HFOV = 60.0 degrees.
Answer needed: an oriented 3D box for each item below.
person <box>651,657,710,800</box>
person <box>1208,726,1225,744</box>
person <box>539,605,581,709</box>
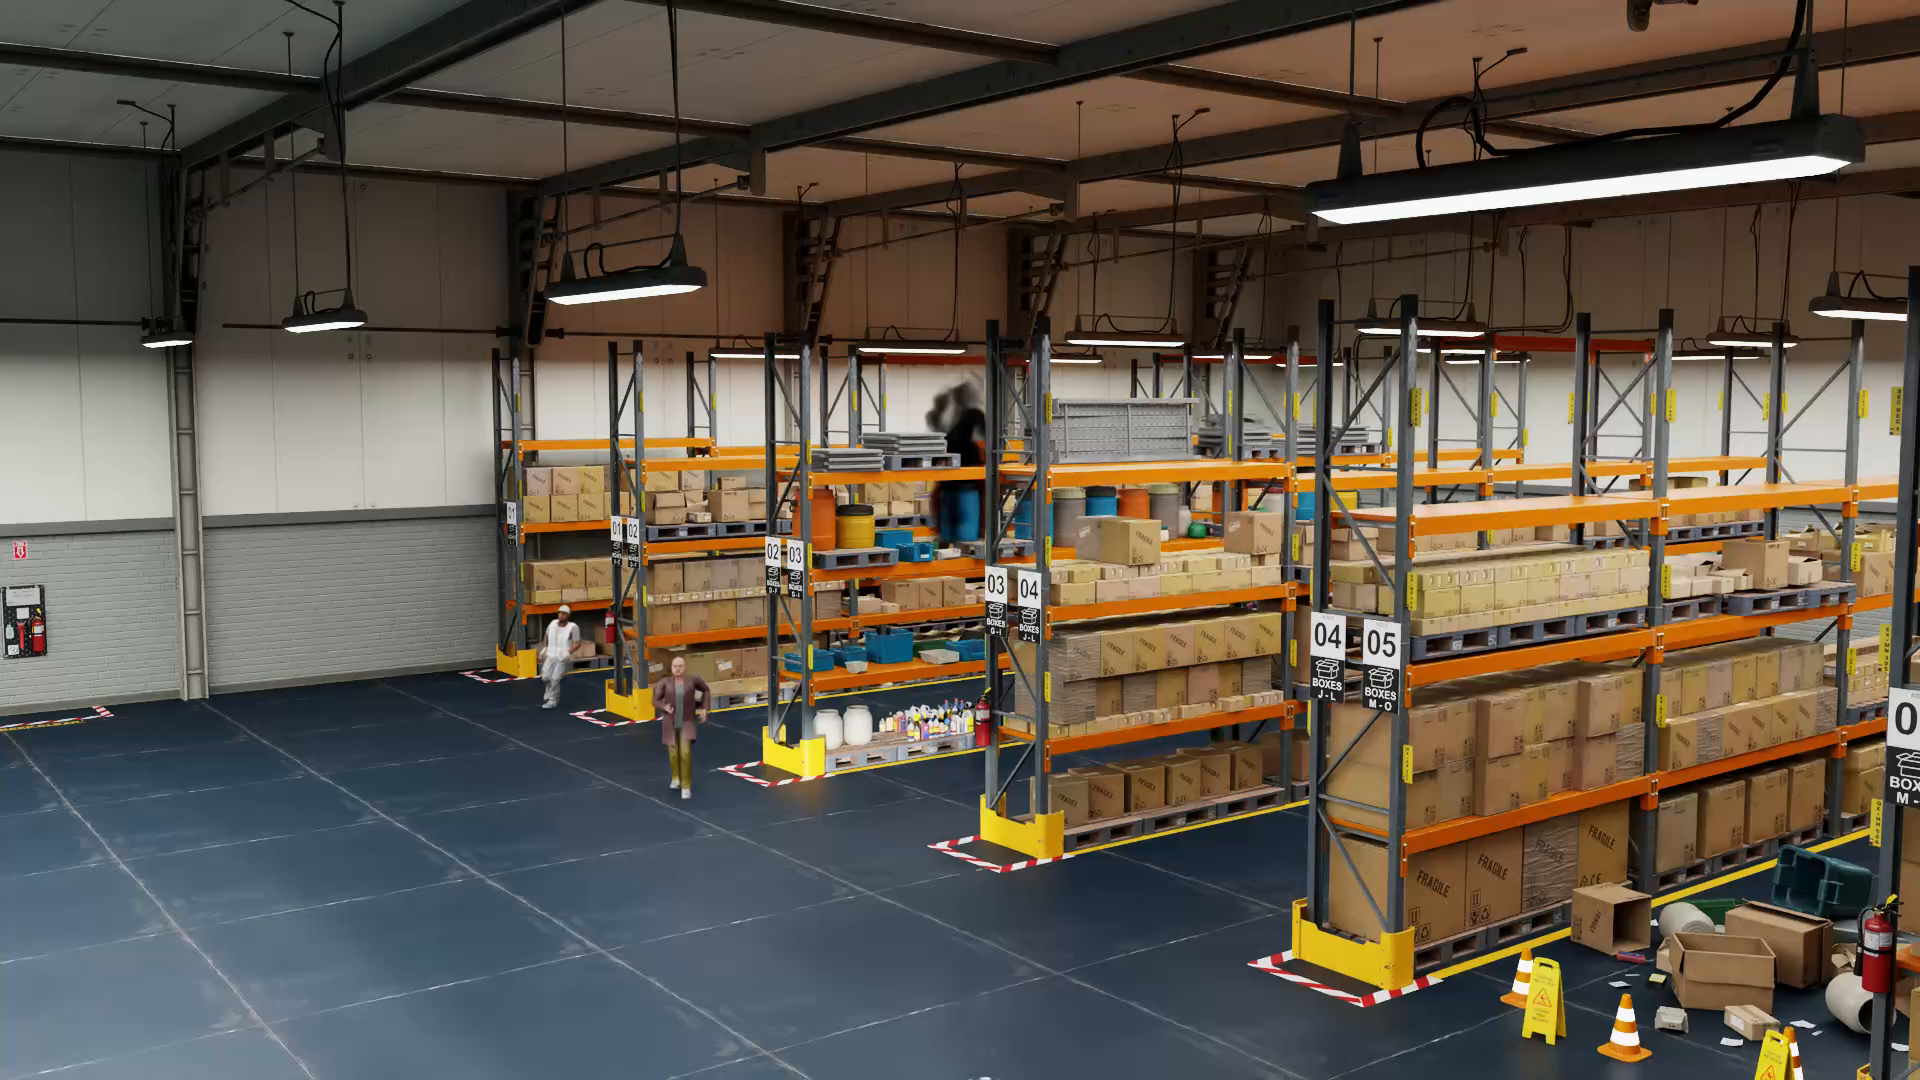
[{"bbox_3d":[-3.588,2.427,21.385,0.734,1.874,0.835,0,5,-3],"label":"person"},{"bbox_3d":[3.645,2.169,24.007,0.634,1.830,0.713,5,7,43],"label":"person"},{"bbox_3d":[-6.578,1.922,27.223,0.734,1.708,0.555,1,5,11],"label":"person"}]
